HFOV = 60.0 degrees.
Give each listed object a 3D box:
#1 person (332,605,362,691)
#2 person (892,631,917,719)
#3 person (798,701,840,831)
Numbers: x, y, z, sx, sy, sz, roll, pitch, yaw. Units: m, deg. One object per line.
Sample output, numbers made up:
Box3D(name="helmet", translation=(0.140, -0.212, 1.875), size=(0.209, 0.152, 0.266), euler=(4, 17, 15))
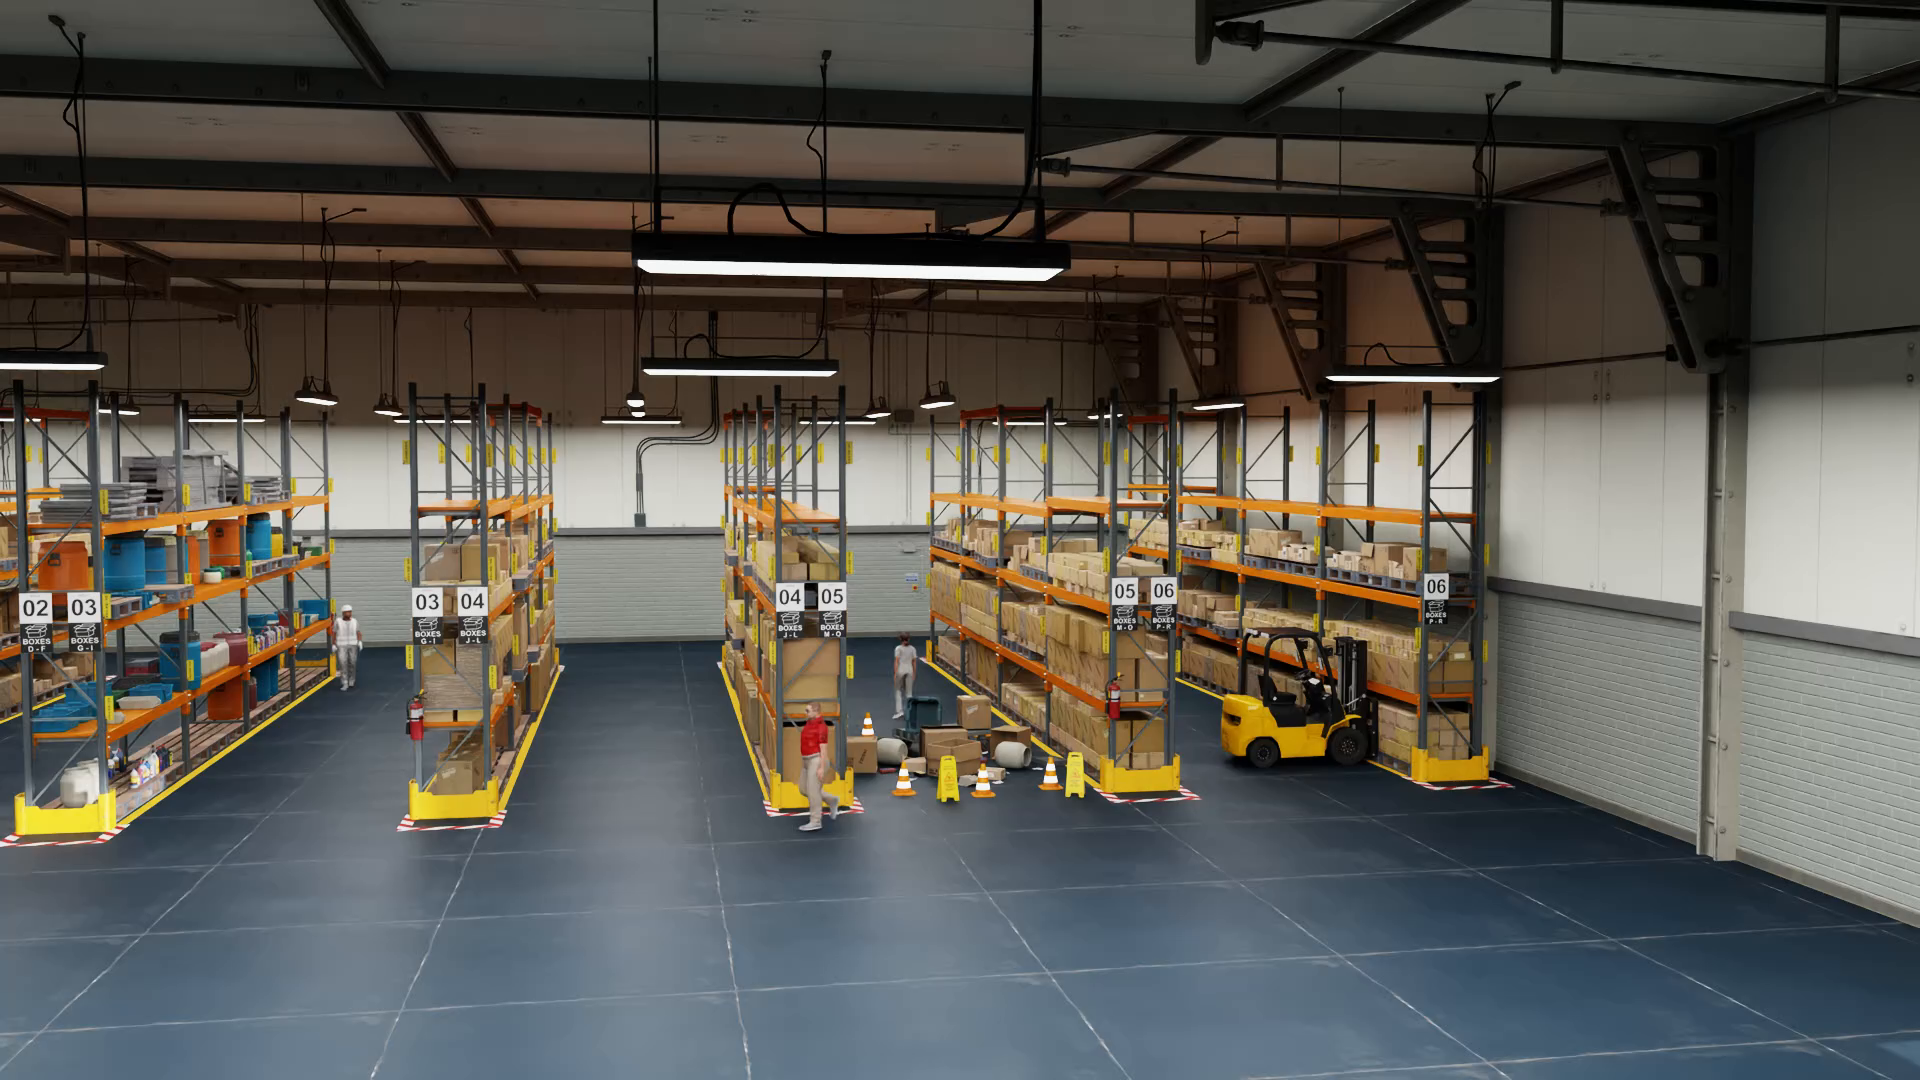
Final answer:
Box3D(name="person", translation=(-13.180, 2.307, 35.831), size=(0.582, 1.786, 0.747), euler=(-2, 3, -33))
Box3D(name="person", translation=(-1.039, 2.596, 31.573), size=(0.476, 1.715, 0.595), euler=(-1, 3, -18))
Box3D(name="person", translation=(-1.884, 3.003, 22.295), size=(0.645, 1.711, 0.606), euler=(-1, 3, -25))
